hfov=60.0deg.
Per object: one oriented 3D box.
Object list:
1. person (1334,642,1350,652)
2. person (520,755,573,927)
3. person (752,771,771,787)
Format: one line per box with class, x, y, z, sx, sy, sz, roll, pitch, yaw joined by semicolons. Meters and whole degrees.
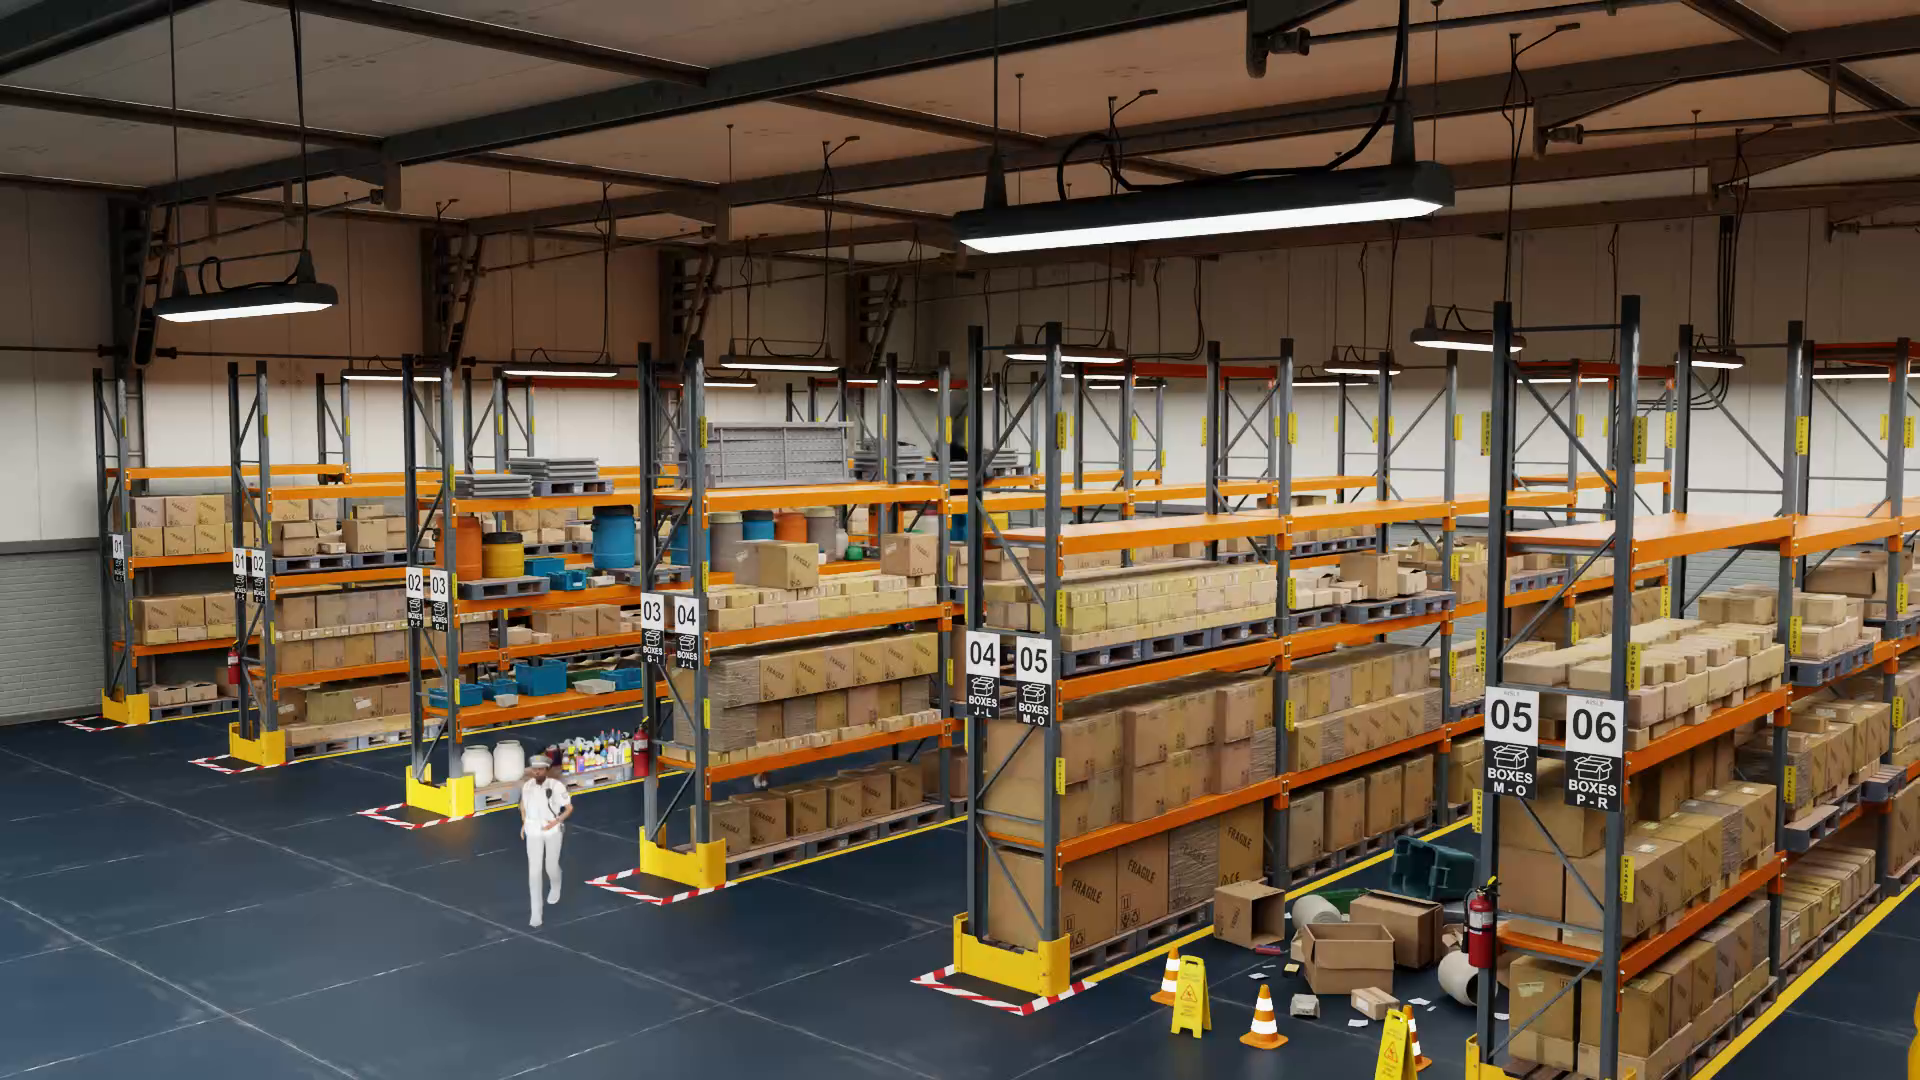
person;5.695;2.424;24.980;0.656;1.791;0.954;3;5;36
person;-4.282;3.053;17.230;0.573;1.737;0.813;0;4;-2
person;-2.811;2.646;22.958;0.613;1.616;0.728;2;5;26
